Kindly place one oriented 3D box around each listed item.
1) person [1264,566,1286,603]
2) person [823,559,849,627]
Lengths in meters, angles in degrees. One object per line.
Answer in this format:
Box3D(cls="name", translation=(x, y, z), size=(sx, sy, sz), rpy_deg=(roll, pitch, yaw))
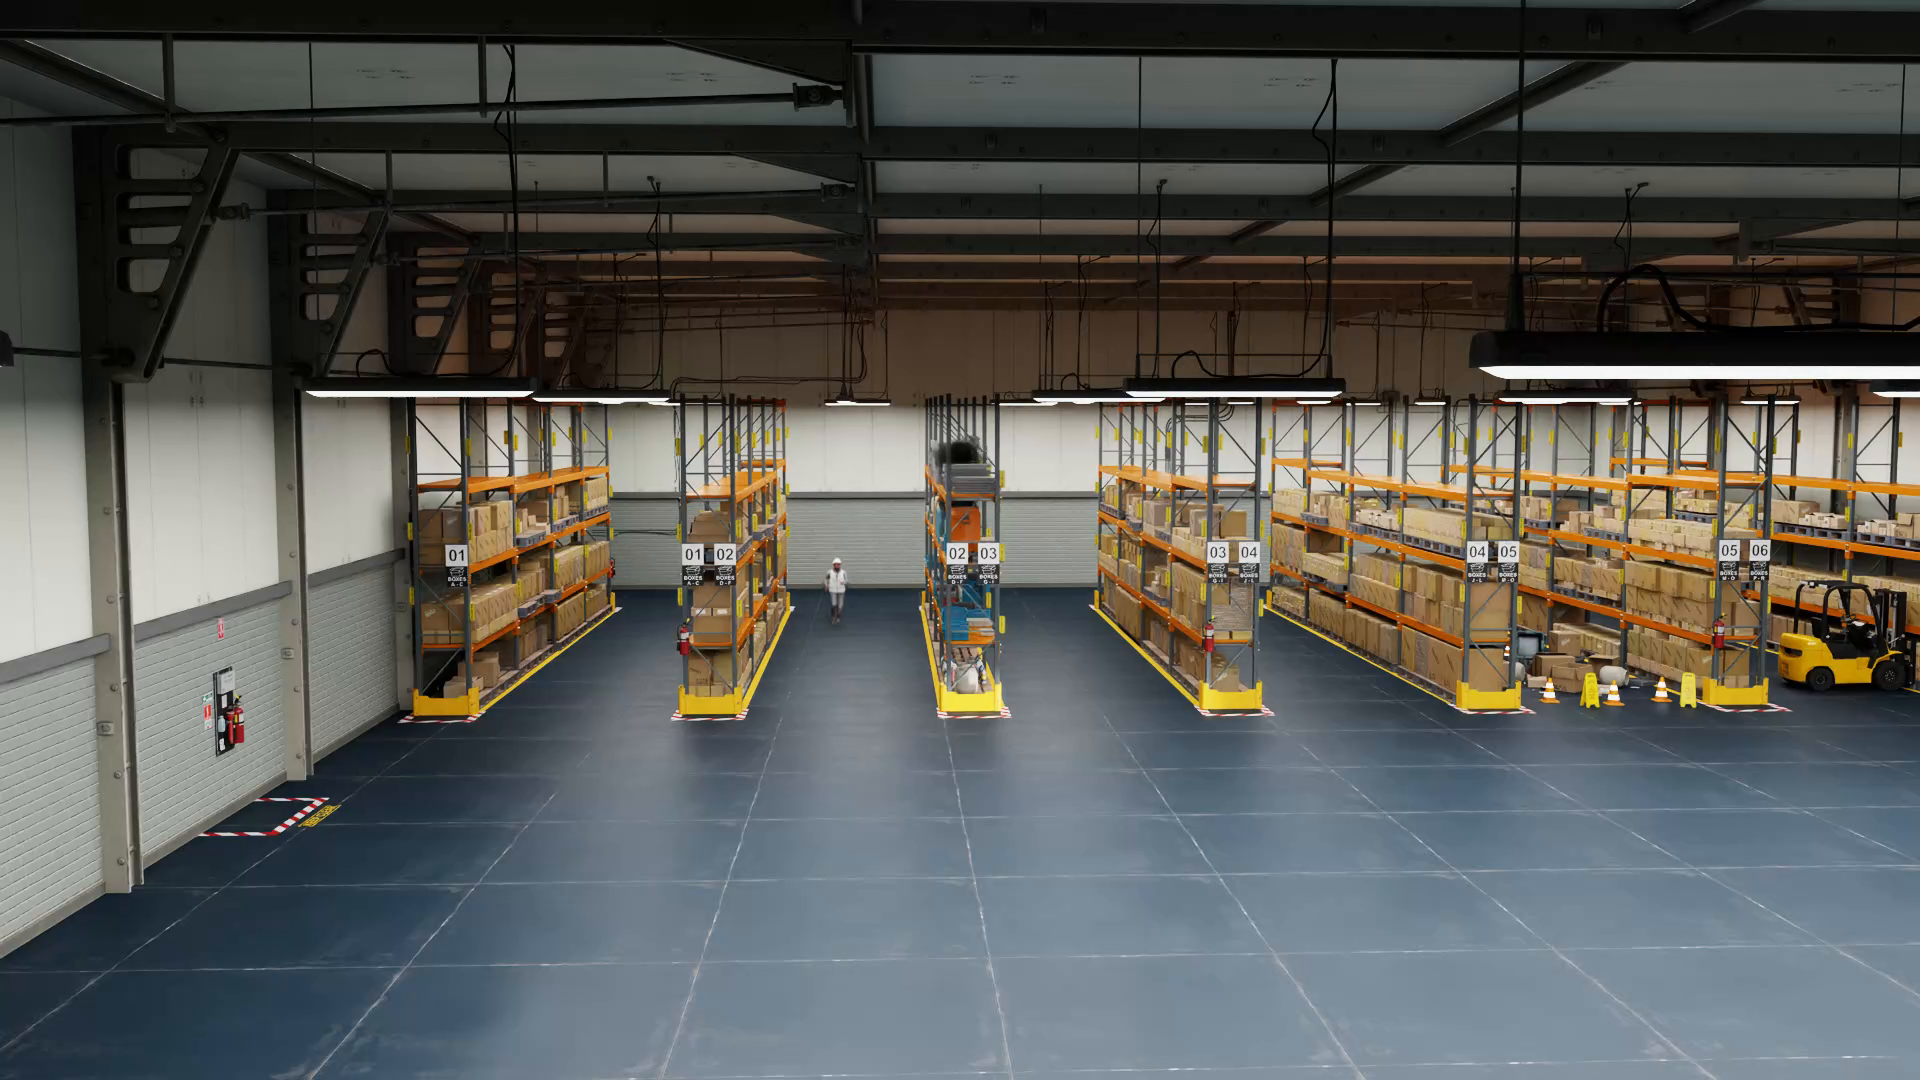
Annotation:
Box3D(cls="person", translation=(9.395, 1.006, 49.217), size=(0.850, 1.693, 0.579), rpy_deg=(-3, 5, -30))
Box3D(cls="person", translation=(-3.245, 1.387, 43.766), size=(0.635, 1.800, 0.725), rpy_deg=(-1, 5, -12))
